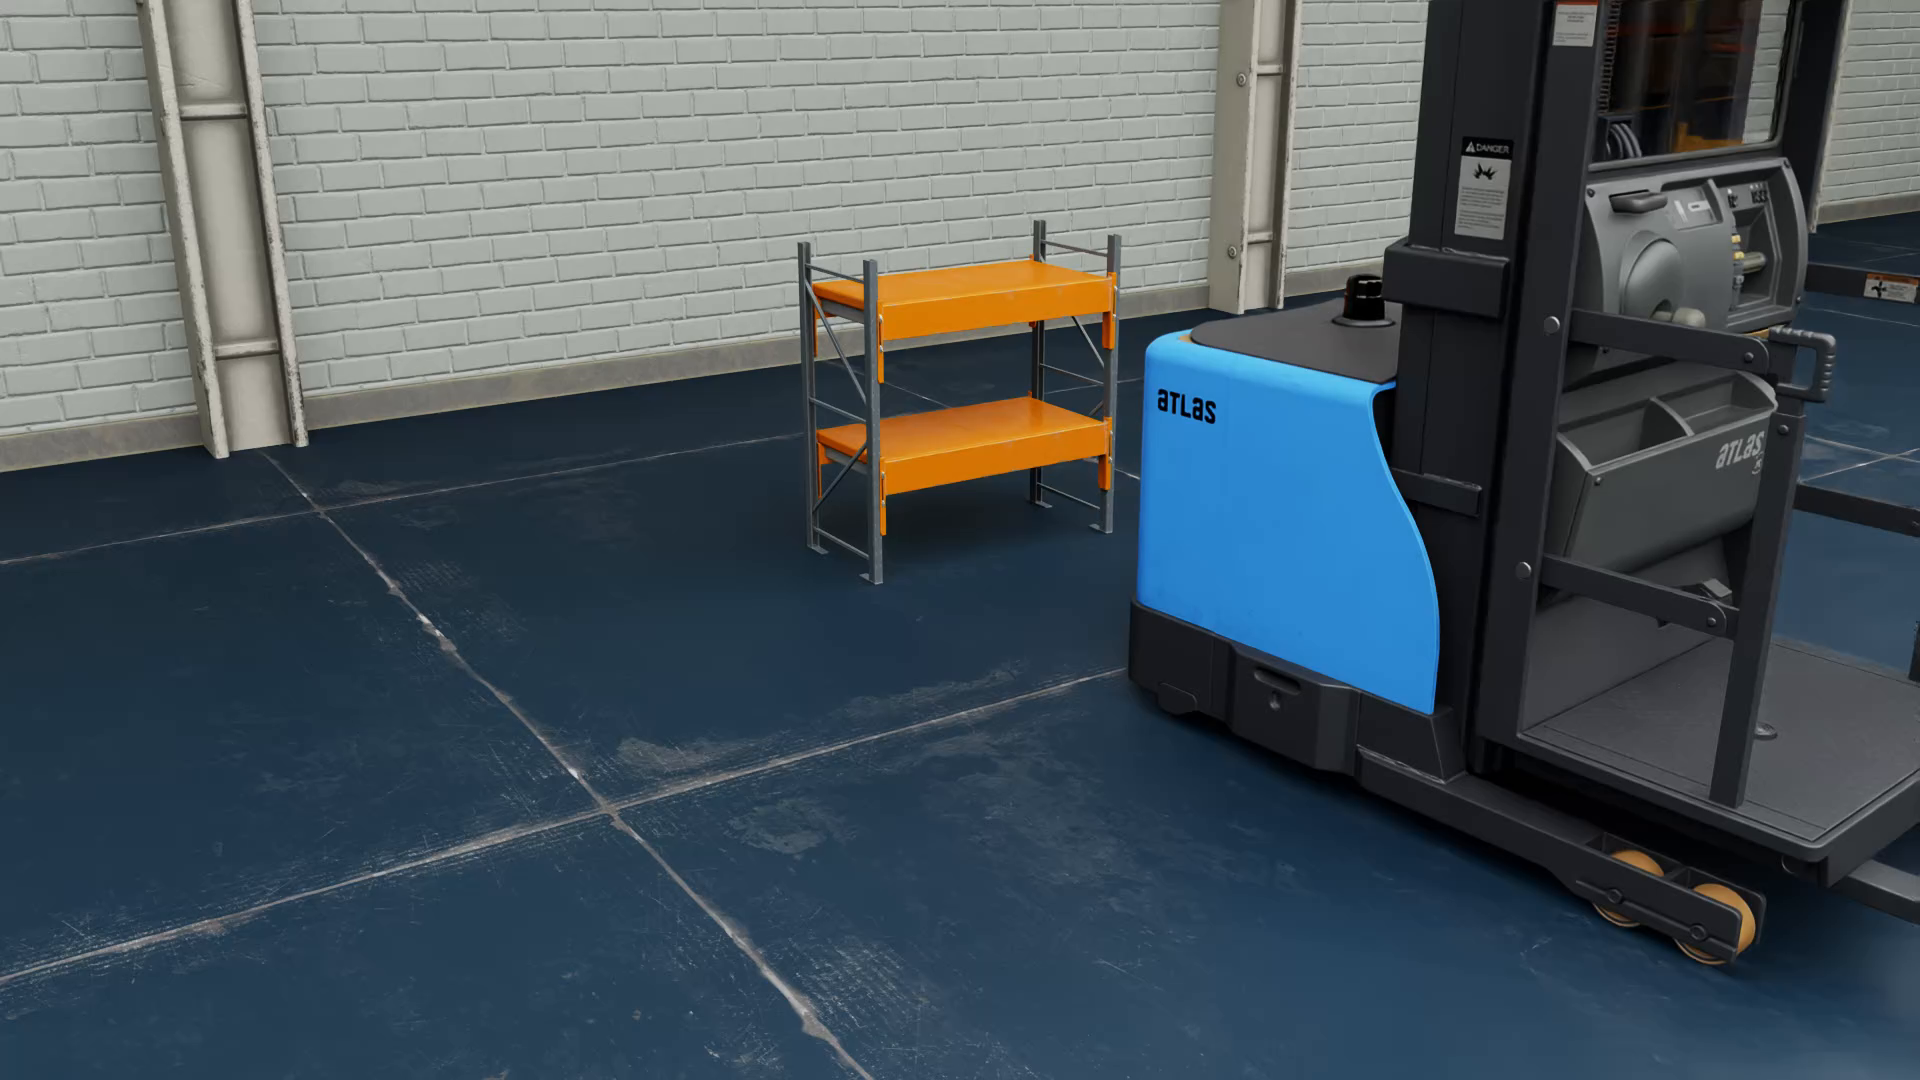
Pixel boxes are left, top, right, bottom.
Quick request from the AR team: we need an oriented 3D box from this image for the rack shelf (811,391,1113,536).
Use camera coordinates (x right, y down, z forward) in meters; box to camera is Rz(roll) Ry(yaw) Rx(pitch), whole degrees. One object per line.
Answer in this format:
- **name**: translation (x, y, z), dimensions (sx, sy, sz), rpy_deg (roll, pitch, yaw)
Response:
- **rack shelf**: translation (0.006, -0.302, 6.146), dimensions (1.000, 0.278, 0.538), rpy_deg (-12, 22, -31)

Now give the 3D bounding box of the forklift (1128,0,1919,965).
- **forklift**: translation (1.817, -0.662, 3.628), dimensions (1.130, 2.935, 3.031), rpy_deg (-15, 24, -37)

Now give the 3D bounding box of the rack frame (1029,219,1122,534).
- **rack frame**: translation (0.430, -0.624, 6.333), dimensions (0.032, 1.125, 0.500), rpy_deg (-12, 22, -31)

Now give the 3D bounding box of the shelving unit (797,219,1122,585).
- **shelving unit**: translation (0.006, -0.534, 6.068), dimensions (1.048, 1.125, 0.538), rpy_deg (-12, 22, -31)

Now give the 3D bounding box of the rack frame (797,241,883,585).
- **rack frame**: translation (-0.419, -0.445, 5.803), dimensions (0.032, 1.125, 0.500), rpy_deg (-12, 22, -31)

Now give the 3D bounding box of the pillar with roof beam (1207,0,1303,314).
- **pillar with roof beam**: translation (4.190, -4.602, 5.806), dimensions (0.400, 9.000, 9.100), rpy_deg (-12, 22, -31)

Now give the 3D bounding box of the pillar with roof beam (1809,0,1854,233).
- **pillar with roof beam**: translation (9.201, -5.659, 8.932), dimensions (0.400, 9.000, 9.100), rpy_deg (-12, 22, -31)

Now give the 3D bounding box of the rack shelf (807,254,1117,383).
- **rack shelf**: translation (0.006, -0.811, 5.974), dimensions (1.000, 0.278, 0.538), rpy_deg (-12, 22, -31)

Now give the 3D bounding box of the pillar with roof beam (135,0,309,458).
- **pillar with roof beam**: translation (-0.821, -3.545, 2.680), dimensions (0.400, 9.000, 9.100), rpy_deg (-12, 22, -31)
